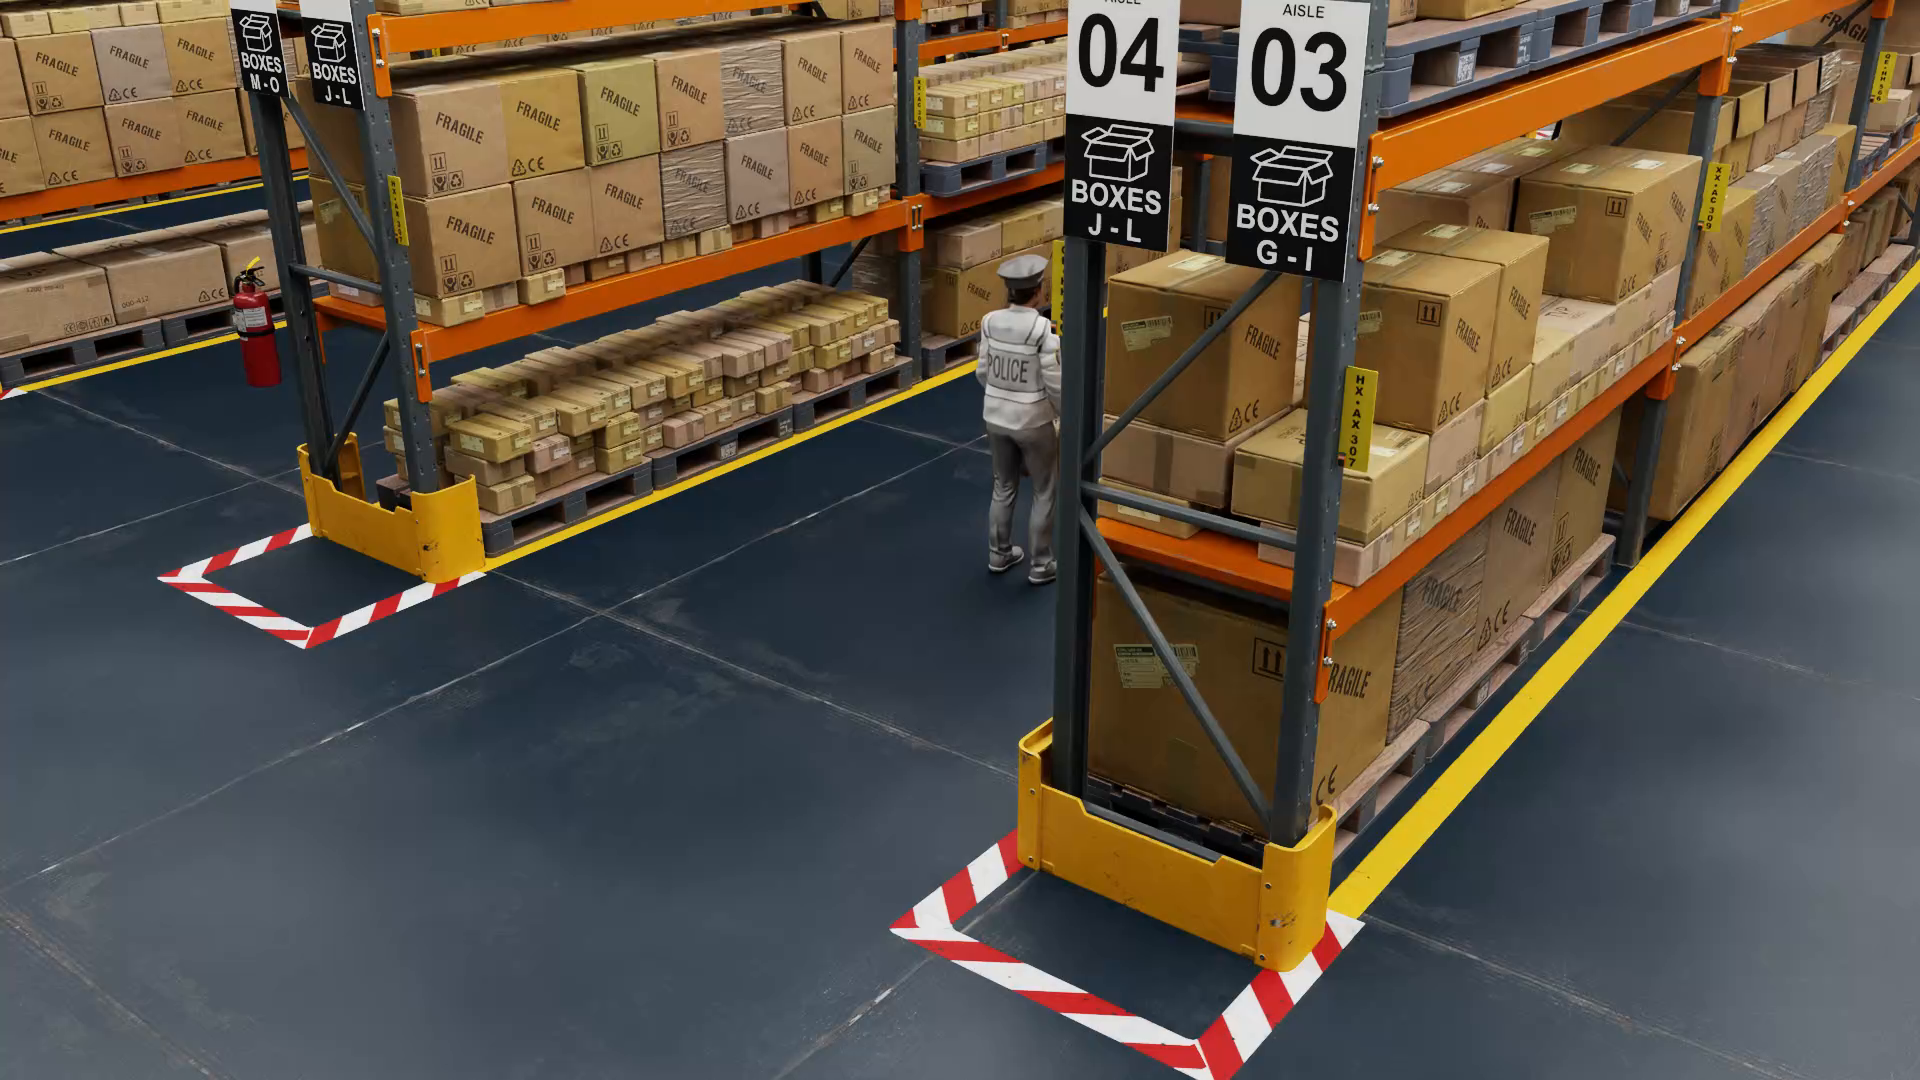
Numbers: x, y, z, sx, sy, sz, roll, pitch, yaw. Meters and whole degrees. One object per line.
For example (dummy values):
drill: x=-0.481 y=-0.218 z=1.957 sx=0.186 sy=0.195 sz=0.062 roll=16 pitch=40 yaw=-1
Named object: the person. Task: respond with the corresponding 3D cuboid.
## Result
person: x=0.316 y=-0.601 z=8.450 sx=0.506 sy=1.677 sz=0.360 roll=16 pitch=28 yaw=32
